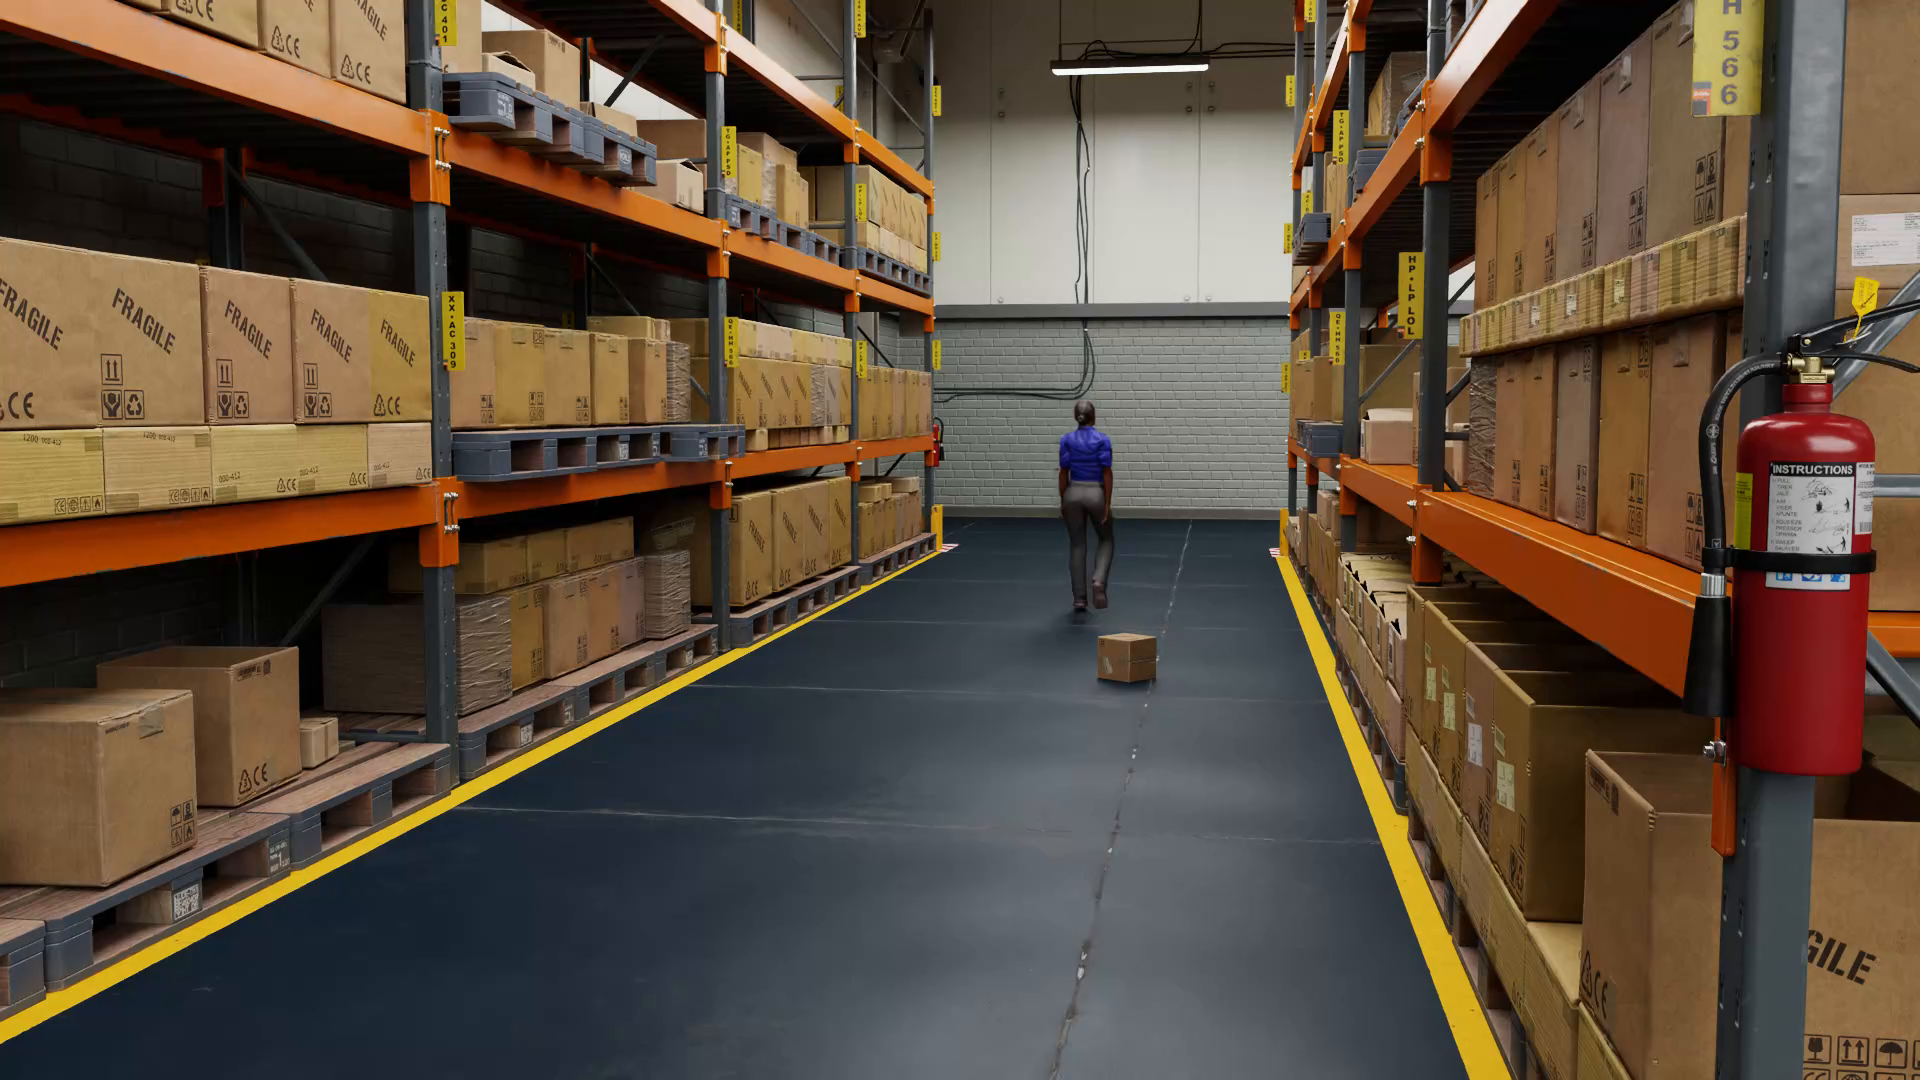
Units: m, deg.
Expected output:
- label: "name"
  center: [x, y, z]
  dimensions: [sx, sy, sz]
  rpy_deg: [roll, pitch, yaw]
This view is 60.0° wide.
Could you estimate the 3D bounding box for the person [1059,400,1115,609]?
- label: "person"
  center: [1.015, -0.280, 13.280]
  dimensions: [0.444, 1.676, 0.426]
  rpy_deg: [1, 5, 12]
